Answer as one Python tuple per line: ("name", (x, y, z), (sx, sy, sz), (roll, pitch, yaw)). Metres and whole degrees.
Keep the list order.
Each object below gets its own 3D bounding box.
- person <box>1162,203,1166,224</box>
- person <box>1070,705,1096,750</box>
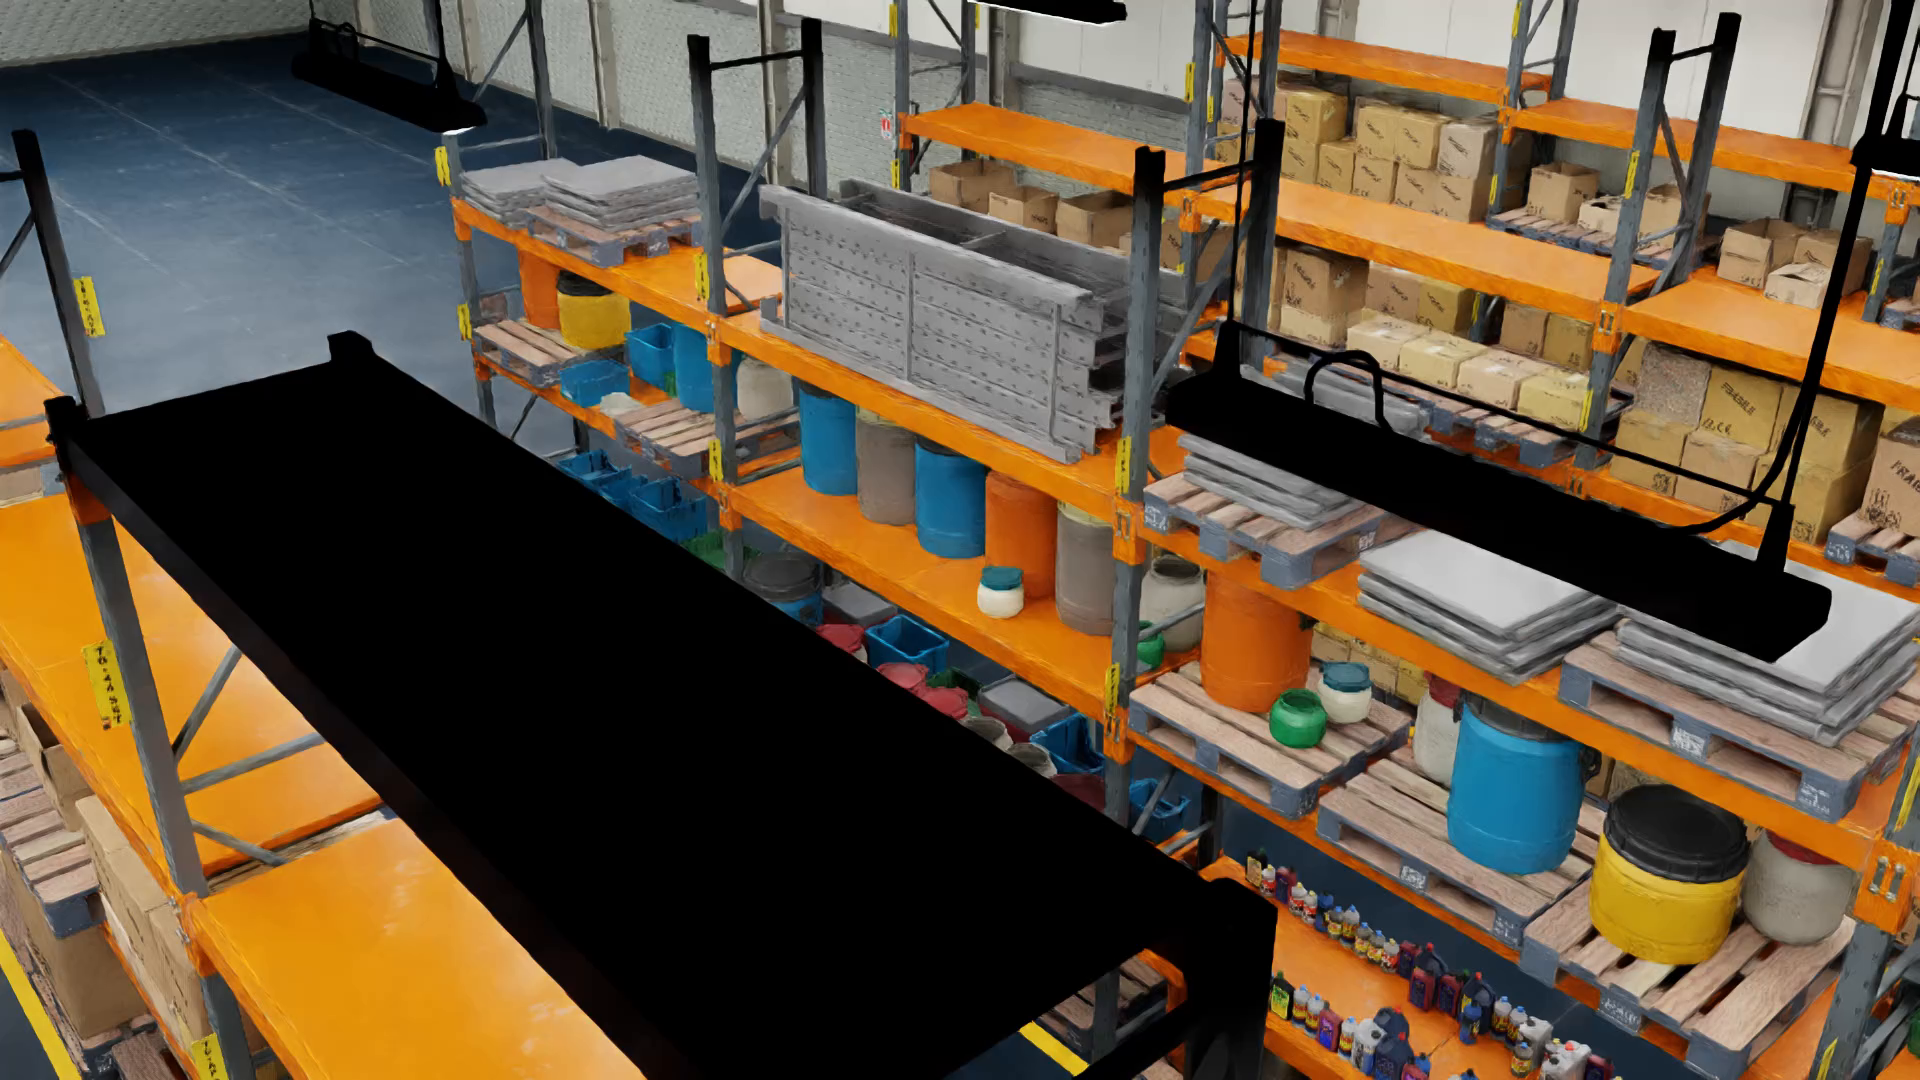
("person", (2.726, -3.916, 23.299), (0.501, 1.761, 0.705), (-4, 27, -9))
("person", (0.903, 1.206, 13.327), (0.527, 1.676, 0.409), (8, 28, 16))
